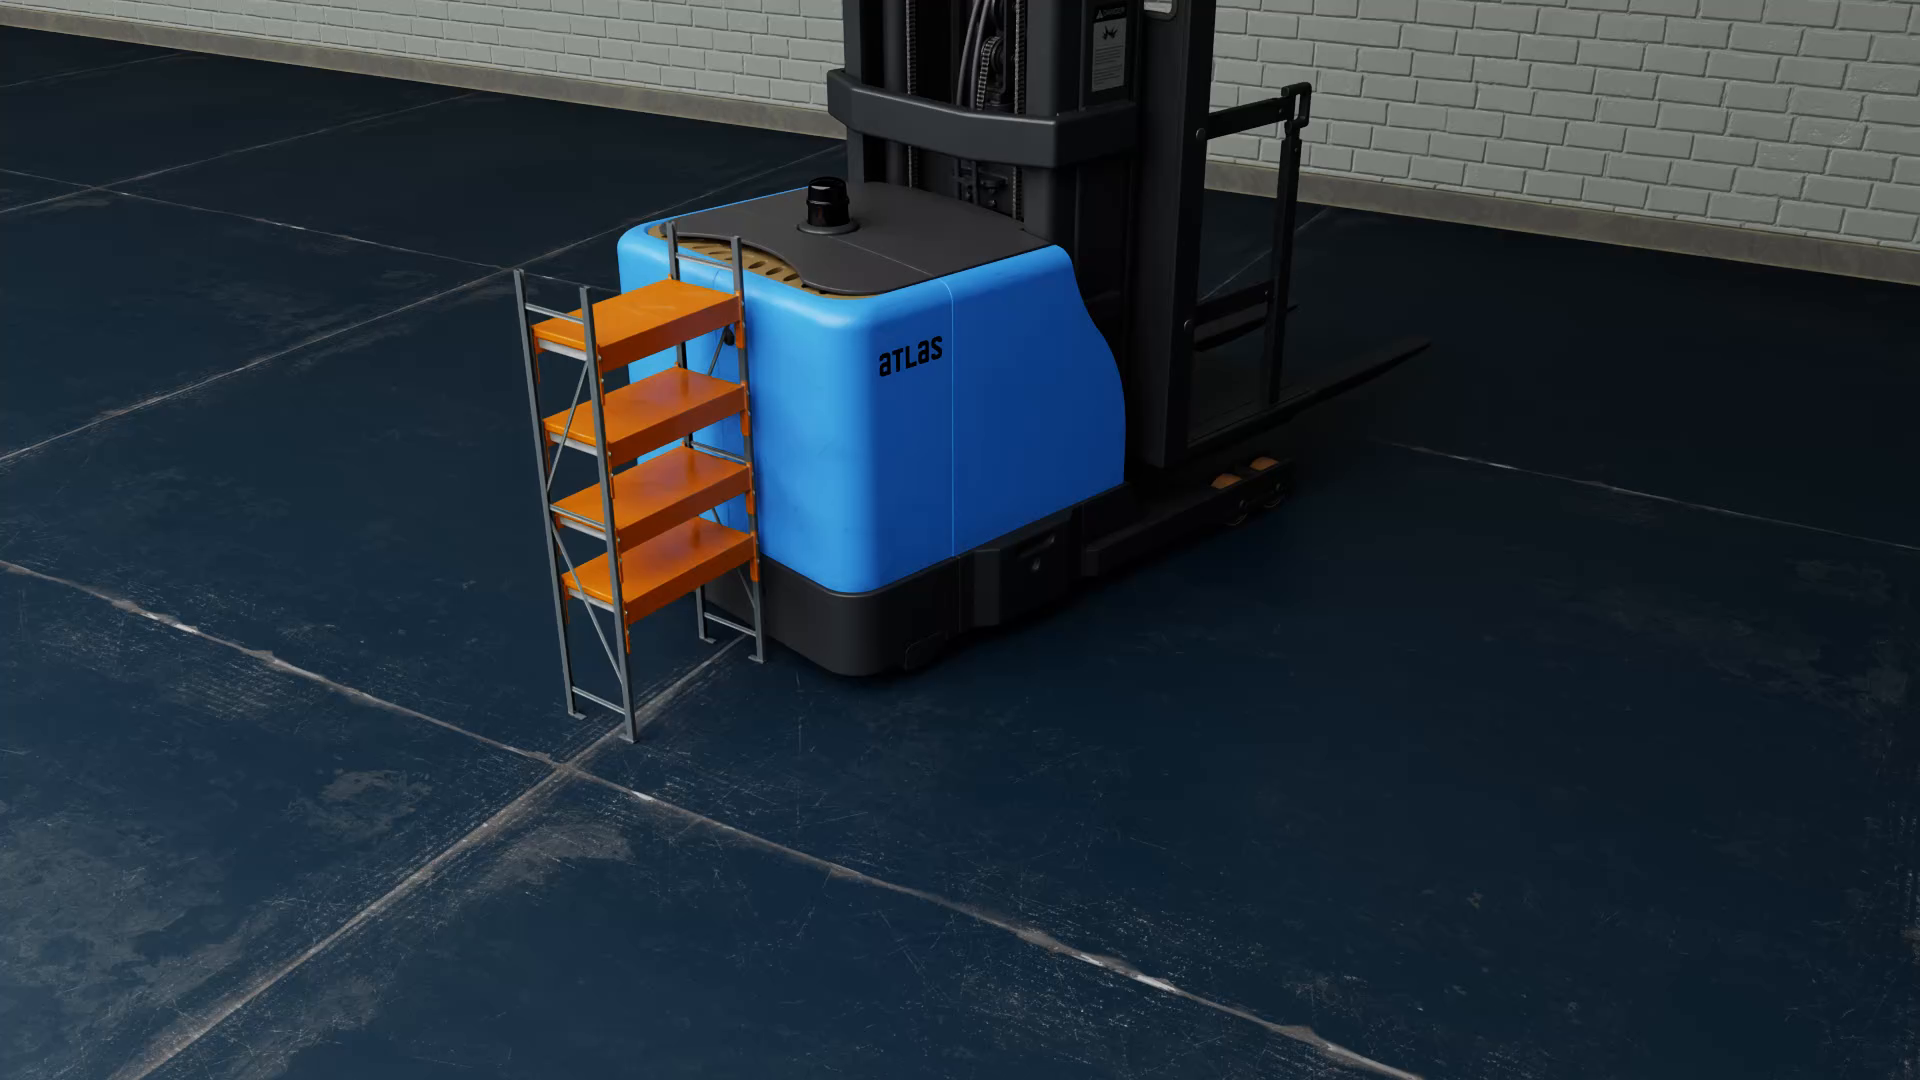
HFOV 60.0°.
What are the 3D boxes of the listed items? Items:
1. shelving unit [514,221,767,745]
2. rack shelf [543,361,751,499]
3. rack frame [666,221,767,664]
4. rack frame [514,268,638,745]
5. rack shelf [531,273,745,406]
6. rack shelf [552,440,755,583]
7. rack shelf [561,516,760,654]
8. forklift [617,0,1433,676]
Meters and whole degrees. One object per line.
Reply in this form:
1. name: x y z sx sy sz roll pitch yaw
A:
1. shelving unit: -0.777 -0.141 4.191 0.258 1.200 0.503 18 32 32
2. rack shelf: -0.777 -0.281 4.121 0.258 0.148 0.480 18 32 32
3. rack frame: -0.634 -0.229 4.367 0.240 1.200 0.015 18 32 32
4. rack frame: -0.920 -0.052 4.014 0.240 1.200 0.015 18 32 32
5. rack shelf: -0.777 -0.492 4.015 0.258 0.148 0.480 18 32 32
6. rack shelf: -0.777 -0.081 4.221 0.258 0.148 0.480 18 32 32
7. rack shelf: -0.777 0.097 4.310 0.258 0.148 0.480 18 32 32
8. forklift: 0.455 -1.505 4.983 3.031 2.935 1.130 -23 35 -38
